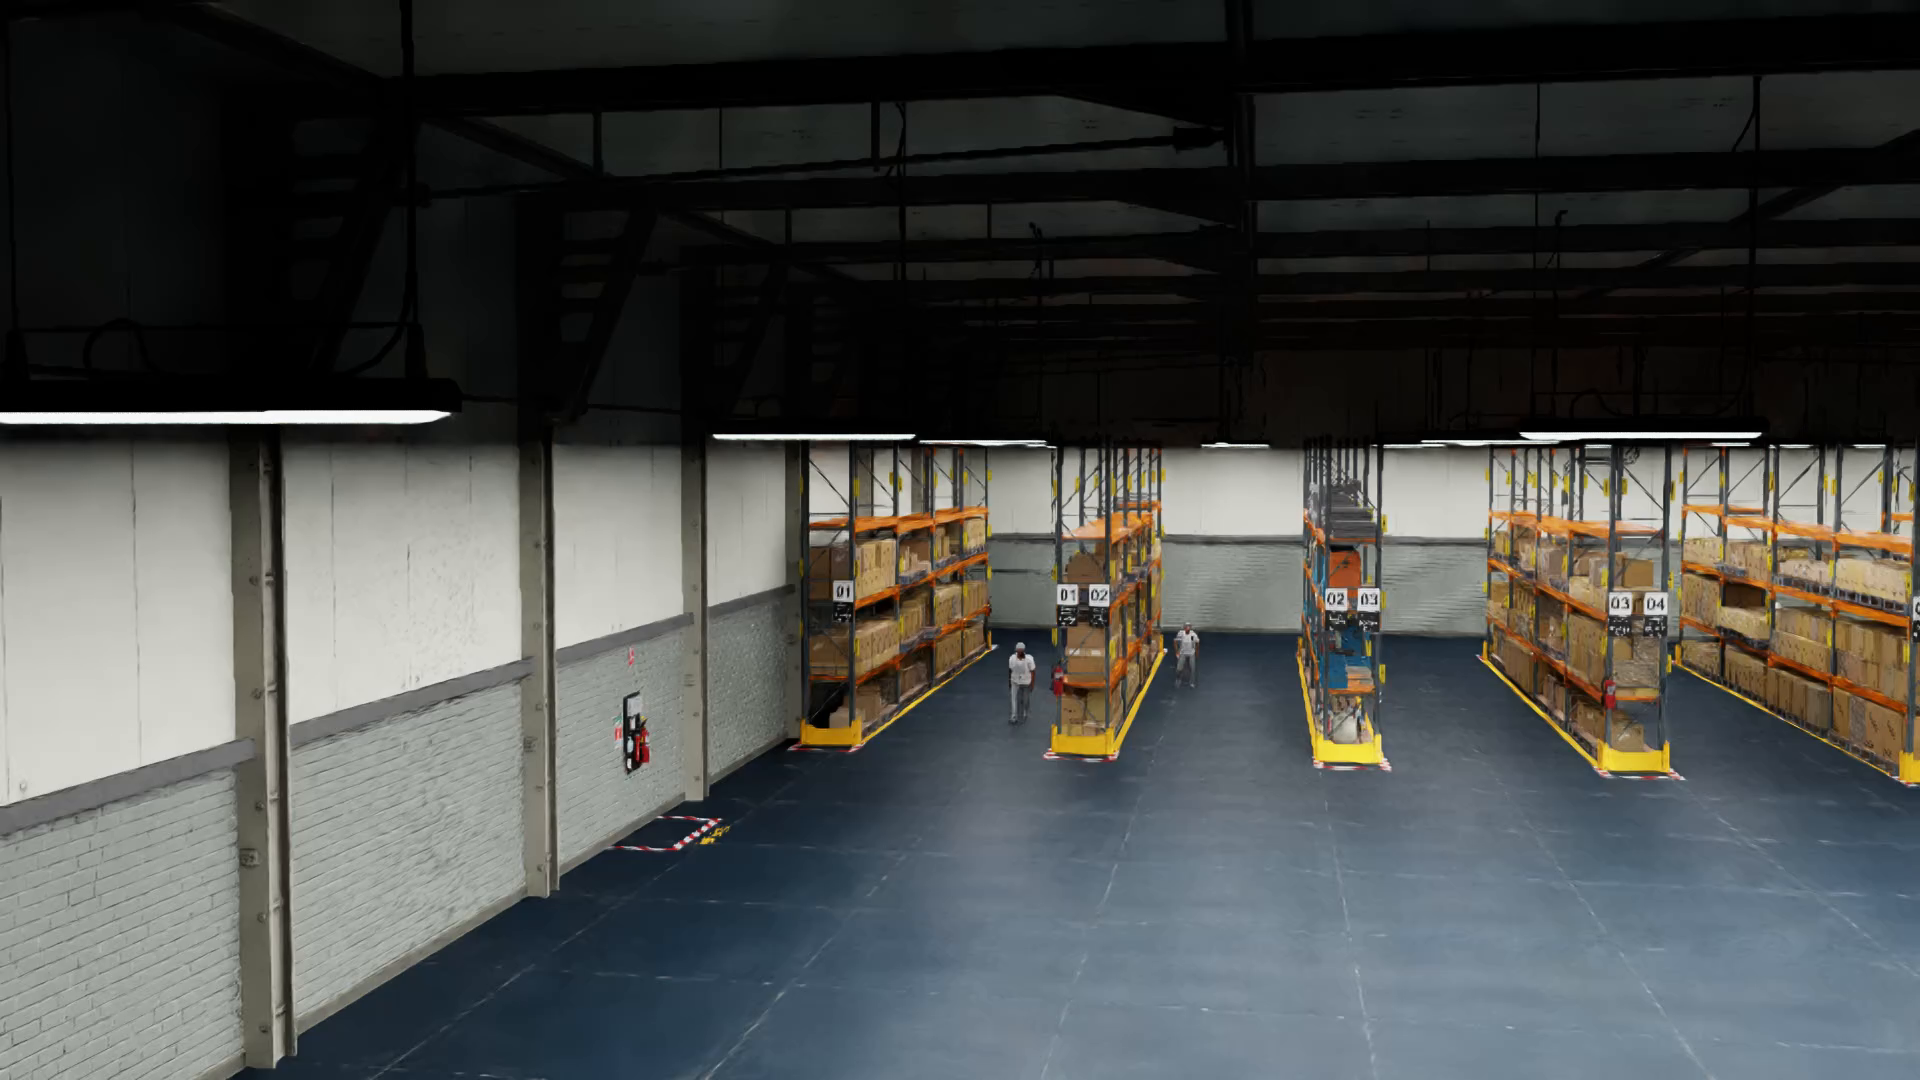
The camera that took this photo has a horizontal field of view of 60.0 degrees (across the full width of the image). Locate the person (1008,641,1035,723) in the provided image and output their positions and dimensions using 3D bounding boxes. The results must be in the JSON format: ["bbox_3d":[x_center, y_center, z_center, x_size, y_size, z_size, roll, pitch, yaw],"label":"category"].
[{"bbox_3d":[1.292,2.974,35.002,0.575,1.689,1.128,0,3,8],"label":"person"}]

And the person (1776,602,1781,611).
[{"bbox_3d":[21.070,2.500,42.896,0.463,1.782,0.598,-1,3,-17],"label":"person"}]

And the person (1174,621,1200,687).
[{"bbox_3d":[5.469,2.756,40.121,0.625,1.611,0.582,0,3,8],"label":"person"}]
